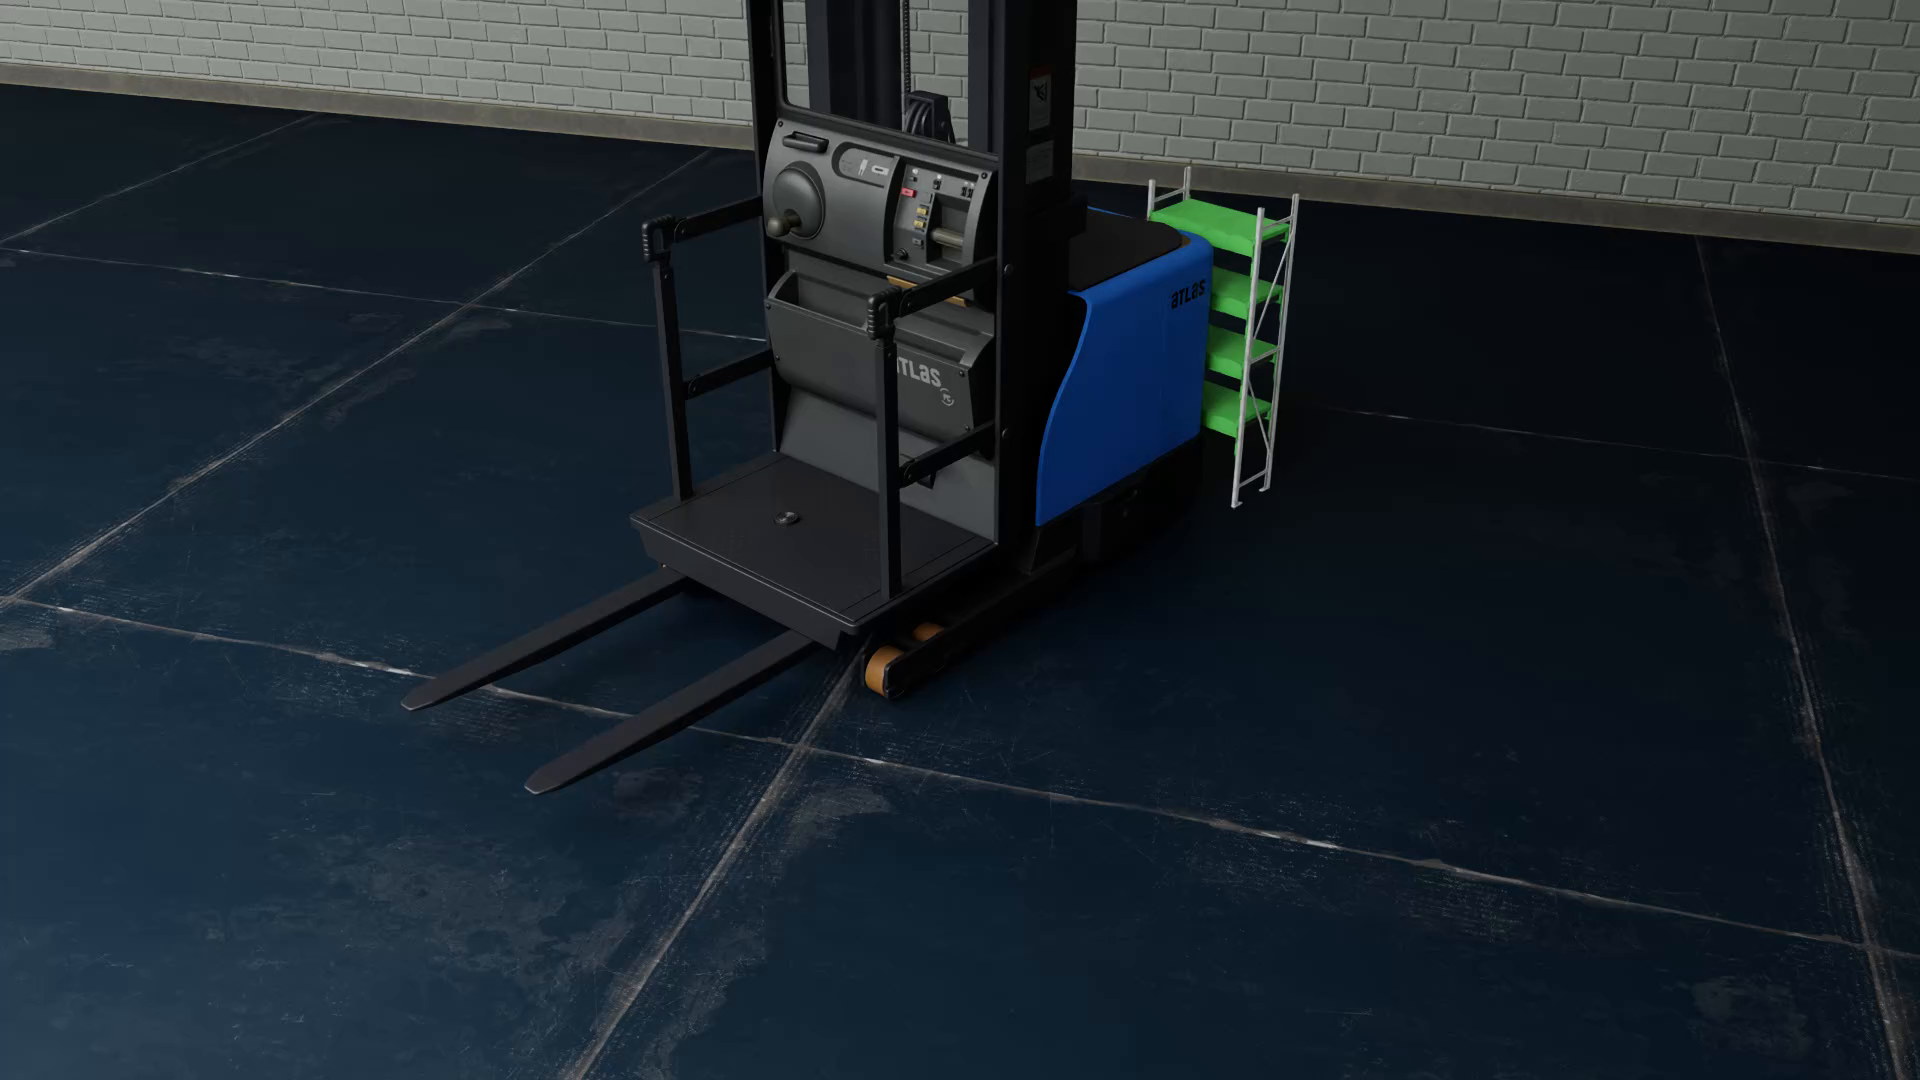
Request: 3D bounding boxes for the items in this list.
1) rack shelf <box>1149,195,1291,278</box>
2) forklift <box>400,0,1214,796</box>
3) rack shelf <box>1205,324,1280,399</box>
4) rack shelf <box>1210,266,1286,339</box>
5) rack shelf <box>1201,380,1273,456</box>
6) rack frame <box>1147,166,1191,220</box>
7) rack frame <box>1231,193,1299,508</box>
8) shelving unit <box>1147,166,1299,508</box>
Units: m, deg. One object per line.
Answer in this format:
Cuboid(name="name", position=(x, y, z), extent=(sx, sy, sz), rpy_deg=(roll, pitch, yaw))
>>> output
Cuboid(name="rack shelf", position=(0.969, -1.138, 6.205), extent=(0.480, 0.148, 0.258), rpy_deg=(25, 38, 37))
Cuboid(name="forklift", position=(-0.413, -1.051, 5.125), extent=(1.130, 2.935, 3.031), rpy_deg=(23, 36, 35))
Cuboid(name="rack shelf", position=(0.969, -0.718, 6.438), extent=(0.480, 0.148, 0.258), rpy_deg=(25, 38, 37))
Cuboid(name="rack shelf", position=(0.969, -0.928, 6.322), extent=(0.480, 0.148, 0.258), rpy_deg=(25, 38, 37))
Cuboid(name="rack shelf", position=(0.969, -0.509, 6.555), extent=(0.480, 0.148, 0.258), rpy_deg=(25, 38, 37))
Cuboid(name="rack frame", position=(0.793, -0.856, 6.555), extent=(0.015, 1.200, 0.240), rpy_deg=(25, 38, 37))
Cuboid(name="rack frame", position=(1.145, -0.692, 6.260), extent=(0.015, 1.200, 0.240), rpy_deg=(25, 38, 37))
Cuboid(name="shelving unit", position=(0.969, -0.774, 6.407), extent=(0.503, 1.200, 0.258), rpy_deg=(25, 38, 37))
